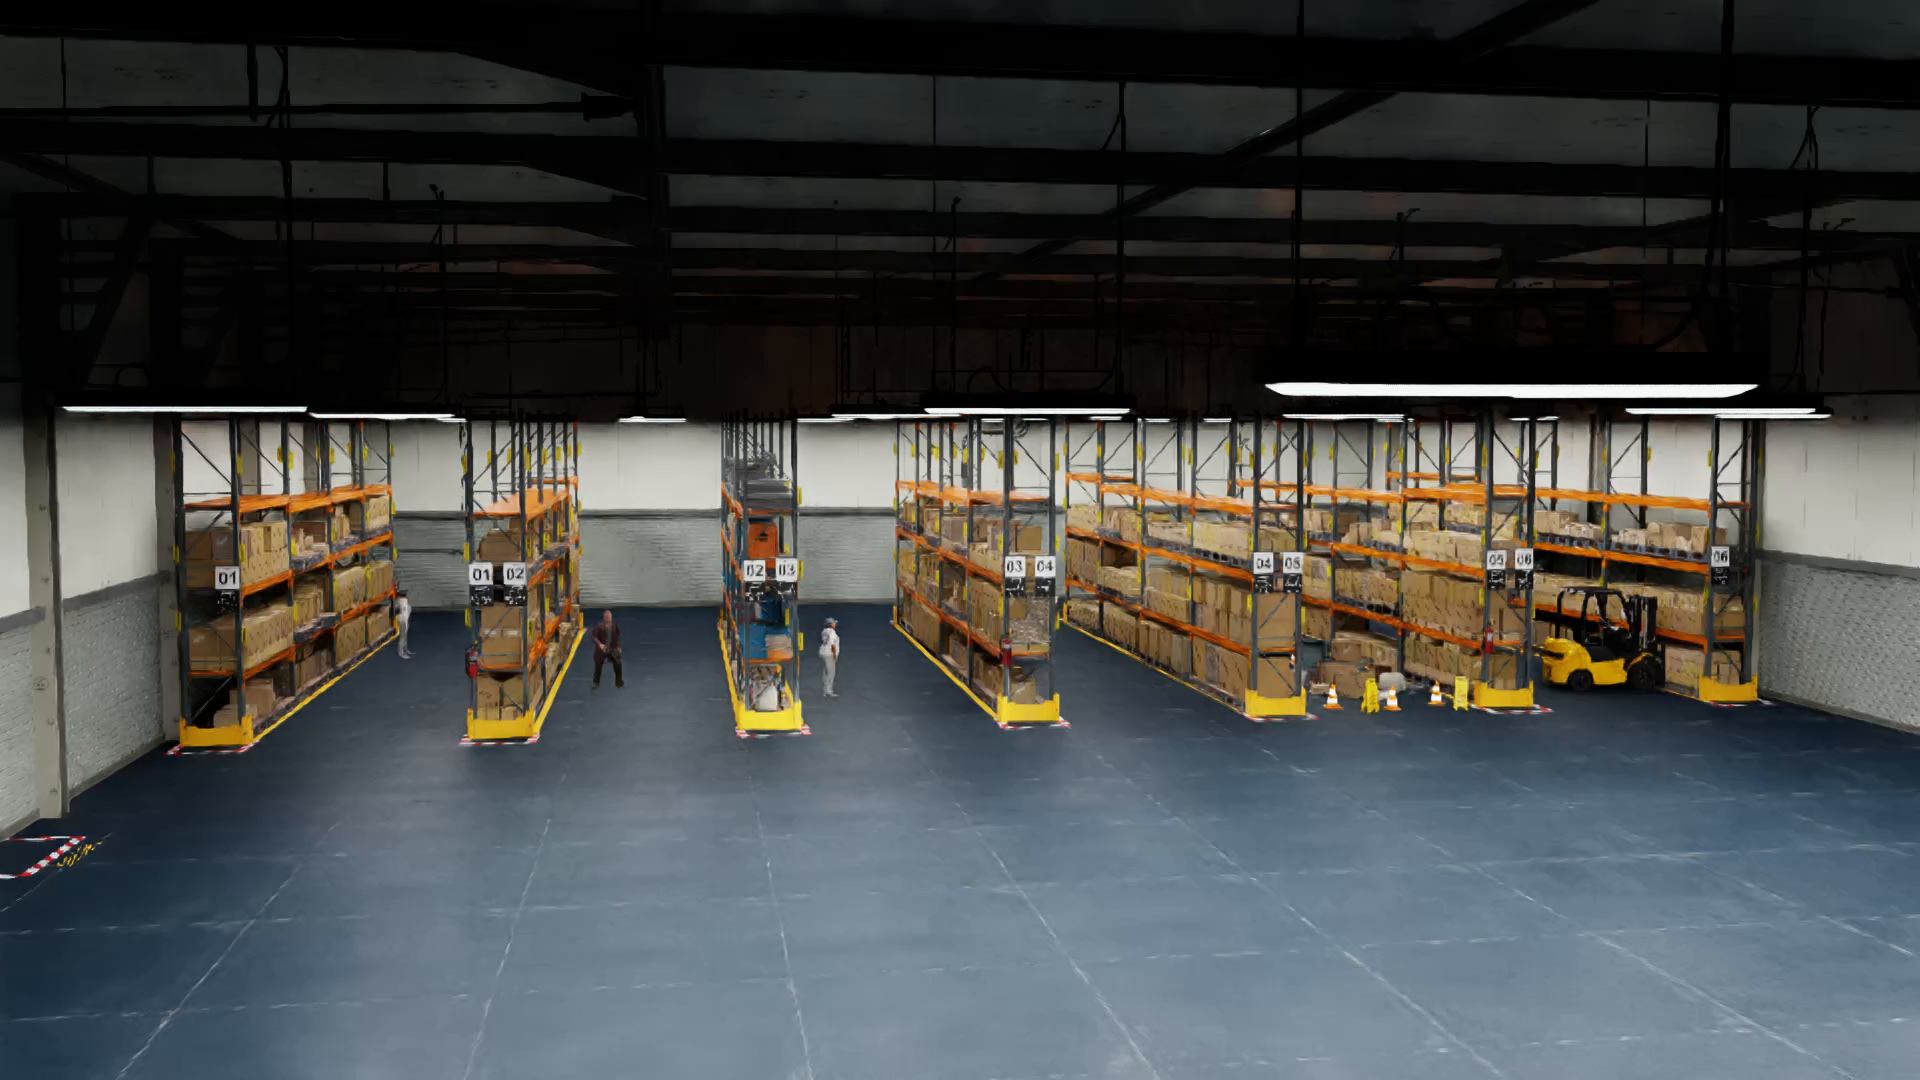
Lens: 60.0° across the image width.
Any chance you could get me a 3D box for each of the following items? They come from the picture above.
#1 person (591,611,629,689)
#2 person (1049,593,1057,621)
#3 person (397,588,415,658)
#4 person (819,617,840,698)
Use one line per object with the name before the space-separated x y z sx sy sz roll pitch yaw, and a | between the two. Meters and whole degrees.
person | -7.614 2.357 35.822 0.728 1.712 0.904 -2 4 -26
person | 2.238 1.864 43.012 0.577 1.687 1.115 -1 4 -12
person | -13.609 2.025 40.827 0.438 1.682 0.548 -2 4 -26
person | -2.733 2.444 34.883 0.400 1.668 0.593 -2 5 -29
